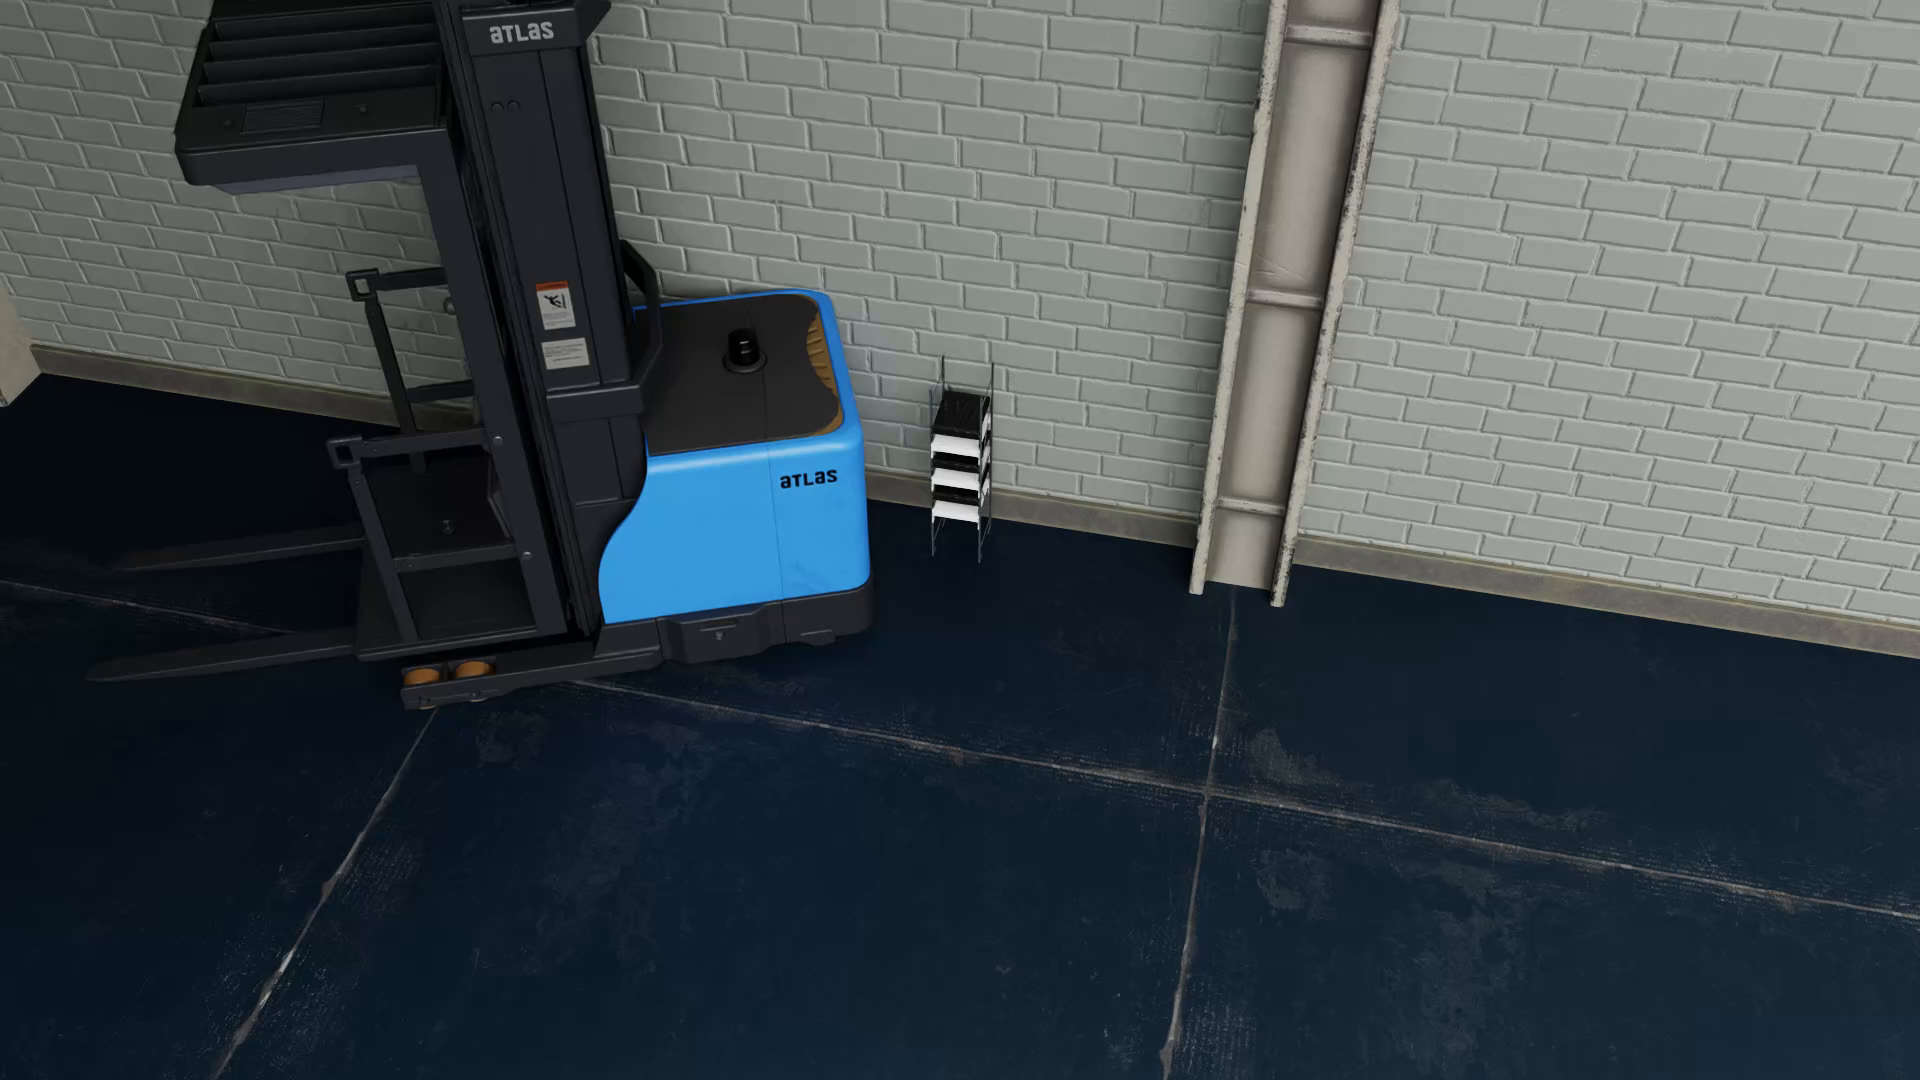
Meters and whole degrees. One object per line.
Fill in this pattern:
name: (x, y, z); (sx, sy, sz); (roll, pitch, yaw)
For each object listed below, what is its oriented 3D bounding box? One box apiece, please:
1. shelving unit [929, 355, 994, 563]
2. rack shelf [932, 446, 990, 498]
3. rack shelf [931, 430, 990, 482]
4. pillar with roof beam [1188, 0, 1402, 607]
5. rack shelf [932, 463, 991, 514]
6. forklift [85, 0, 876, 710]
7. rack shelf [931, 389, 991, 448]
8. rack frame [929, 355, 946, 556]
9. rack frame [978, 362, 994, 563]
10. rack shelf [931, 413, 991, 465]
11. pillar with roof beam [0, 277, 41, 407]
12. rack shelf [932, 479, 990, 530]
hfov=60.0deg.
shelving unit: (0.008, -0.323, 6.897); (0.210, 0.900, 0.258); (9, 45, 9)
rack shelf: (0.008, -0.299, 6.920); (0.200, 0.077, 0.258); (9, 45, 9)
rack shelf: (0.008, -0.364, 6.857); (0.200, 0.077, 0.258); (9, 45, 9)
pillar with roof beam: (0.245, -0.182, 0.910); (0.400, 9.000, 9.100); (9, 45, 9)
rack shelf: (0.008, -0.234, 6.982); (0.200, 0.077, 0.258); (9, 45, 9)
forklift: (-1.913, -0.794, 5.922); (3.031, 2.935, 1.130); (-8, 44, -8)
rack shelf: (0.008, -0.493, 6.733); (0.200, 0.077, 0.258); (9, 45, 9)
rack frame: (-0.091, -0.338, 6.913); (0.006, 0.900, 0.240); (9, 45, 9)
rack frame: (0.107, -0.308, 6.881); (0.006, 0.900, 0.240); (9, 45, 9)
rack shelf: (0.008, -0.429, 6.795); (0.200, 0.077, 0.258); (9, 45, 9)
pillar with roof beam: (-5.610, -1.091, 1.854); (0.400, 9.000, 9.100); (9, 45, 9)
rack shelf: (0.008, -0.169, 7.045); (0.200, 0.077, 0.258); (9, 45, 9)
